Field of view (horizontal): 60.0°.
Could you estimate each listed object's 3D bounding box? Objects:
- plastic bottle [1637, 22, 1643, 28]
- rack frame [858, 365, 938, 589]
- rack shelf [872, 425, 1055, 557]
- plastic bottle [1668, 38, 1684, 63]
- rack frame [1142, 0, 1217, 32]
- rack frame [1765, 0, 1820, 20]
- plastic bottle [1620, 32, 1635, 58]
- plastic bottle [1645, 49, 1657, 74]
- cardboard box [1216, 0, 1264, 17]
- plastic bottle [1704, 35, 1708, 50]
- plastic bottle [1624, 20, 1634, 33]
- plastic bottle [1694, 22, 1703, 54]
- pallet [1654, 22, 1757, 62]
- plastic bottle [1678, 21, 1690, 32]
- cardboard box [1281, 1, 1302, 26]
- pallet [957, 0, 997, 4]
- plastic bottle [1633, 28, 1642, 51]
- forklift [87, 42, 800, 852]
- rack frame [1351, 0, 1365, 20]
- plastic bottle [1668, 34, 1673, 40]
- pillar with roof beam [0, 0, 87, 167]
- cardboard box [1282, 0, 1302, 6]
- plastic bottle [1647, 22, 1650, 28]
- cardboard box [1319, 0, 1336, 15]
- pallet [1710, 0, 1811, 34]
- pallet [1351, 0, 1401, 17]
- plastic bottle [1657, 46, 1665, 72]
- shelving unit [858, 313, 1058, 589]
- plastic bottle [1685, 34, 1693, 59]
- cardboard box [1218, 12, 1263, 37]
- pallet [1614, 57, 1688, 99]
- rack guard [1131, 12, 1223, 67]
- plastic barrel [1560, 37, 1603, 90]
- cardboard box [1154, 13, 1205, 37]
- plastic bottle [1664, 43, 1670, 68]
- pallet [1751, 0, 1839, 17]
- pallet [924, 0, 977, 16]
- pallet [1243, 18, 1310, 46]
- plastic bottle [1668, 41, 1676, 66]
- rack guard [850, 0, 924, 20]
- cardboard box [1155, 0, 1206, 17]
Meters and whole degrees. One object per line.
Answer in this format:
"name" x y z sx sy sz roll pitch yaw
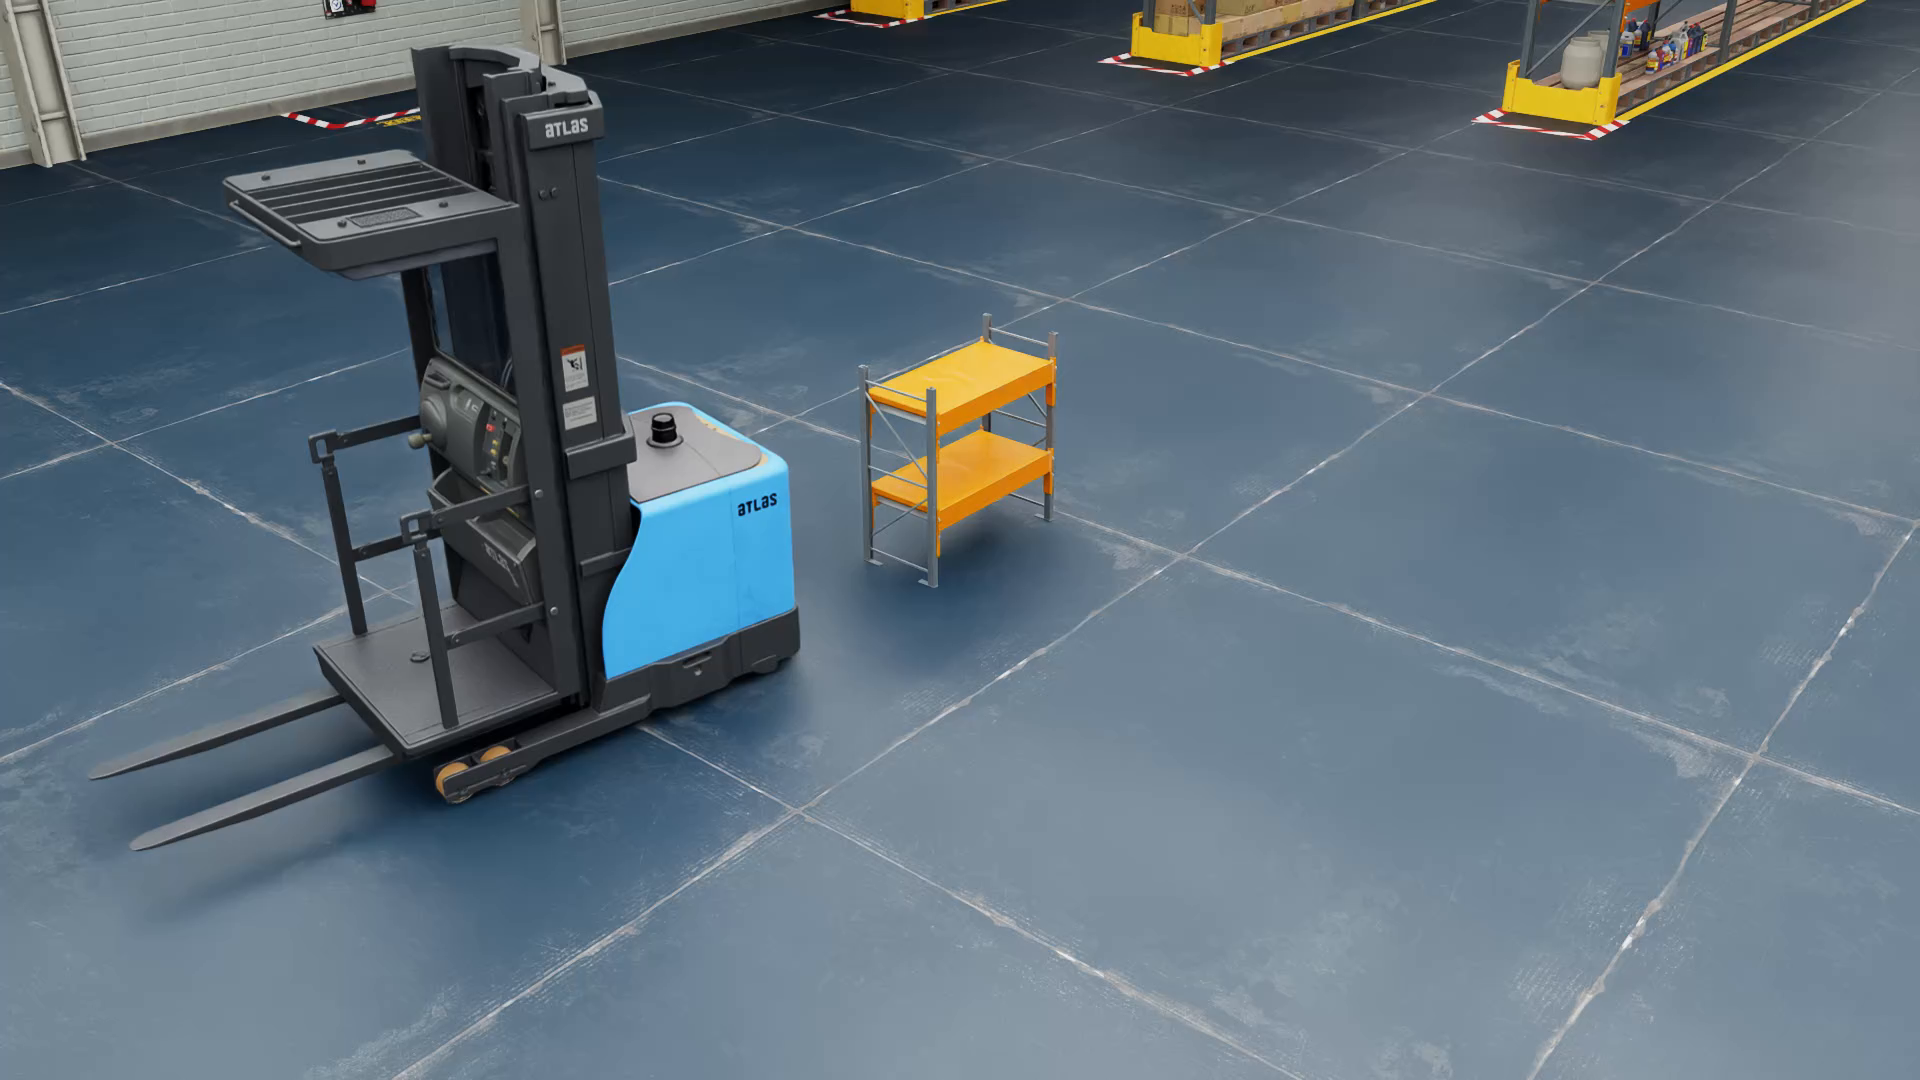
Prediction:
"plastic bottle" 8.368 -6.256 20.565 0.152 0.276 0.135 22 35 36
"rack frame" -0.319 -0.322 8.648 0.500 1.125 0.032 21 34 34
"rack shelf" 0.004 -0.285 9.109 0.538 0.278 1.000 21 34 34
"plastic bottle" 8.472 -5.812 19.707 0.152 0.276 0.135 21 34 35
"rack frame" 2.729 -7.409 20.307 1.000 3.000 0.127 21 34 34
"rack frame" 11.637 -8.797 22.989 1.000 3.000 0.127 21 34 34
"plastic bottle" 7.999 -5.947 19.967 0.152 0.276 0.135 21 34 34
"plastic bottle" 7.942 -5.495 19.099 0.097 0.271 0.097 0 27 0
"cardboard box" 3.558 -7.010 21.256 0.500 0.500 0.500 21 34 34
"plastic bottle" 9.103 -6.111 20.365 0.097 0.201 0.097 0 27 0
"plastic bottle" 8.139 -6.165 20.307 0.144 0.351 0.185 19 33 32
"plastic bottle" 8.906 -6.085 20.151 0.144 0.351 0.185 20 33 33
"pallet" 9.563 -6.430 21.449 1.003 0.211 1.213 21 34 34
"plastic bottle" 8.795 -6.127 20.233 0.144 0.351 0.185 21 34 34
"cardboard box" 4.197 -7.031 22.112 0.500 0.250 0.500 21 34 34
"pallet" 0.273 -8.352 25.166 1.003 0.211 1.213 21 34 34
"plastic bottle" 8.260 -6.110 20.287 0.097 0.271 0.097 0 27 0
"forklift" -2.239 -0.457 6.943 3.031 2.935 1.130 -21 34 -34
"rack frame" 5.273 -8.827 23.049 1.000 3.000 0.127 21 34 34
"plastic bottle" 8.483 -5.893 19.854 0.061 0.283 0.133 21 34 34
"pillar with roof beam" -5.629 -6.508 12.037 9.100 9.000 0.400 21 34 34
"cardboard box" 4.198 -7.364 21.939 0.500 0.500 0.500 21 34 34
"plastic bottle" 8.450 -6.229 20.503 0.061 0.283 0.133 21 34 34
"cardboard box" 4.821 -7.390 22.806 0.500 0.250 0.500 21 34 34
"pallet" 11.115 -7.295 23.121 1.003 0.211 1.213 21 34 34
"pallet" 5.712 -7.861 24.217 1.003 0.211 1.213 21 34 34
"plastic bottle" 8.101 -5.576 19.241 0.061 0.283 0.133 21 34 35
"shelving unit" 0.004 -0.502 8.996 0.538 1.125 1.048 21 34 34
"plastic bottle" 8.712 -5.917 19.900 0.061 0.283 0.133 23 35 38
"cardboard box" 3.557 -6.678 21.429 0.500 0.250 0.500 21 34 34
"pallet" 7.858 -5.479 19.612 1.003 0.211 1.213 21 34 34
"rack guard" 2.714 -6.290 20.865 1.175 0.500 0.348 21 34 34
"plastic barrel" 6.908 -5.297 18.476 0.421 0.512 0.421 0 27 0
"cardboard box" 2.842 -6.651 21.377 0.500 0.250 0.500 21 34 34
"plastic bottle" 8.224 -5.652 19.402 0.097 0.271 0.097 0 27 0
"pallet" 12.107 -7.850 24.194 1.003 0.211 1.213 21 34 34
"pallet" -0.504 -7.922 24.333 1.003 0.211 1.213 21 34 34
"pallet" 3.959 -6.885 22.328 1.003 0.211 1.213 21 34 34
"plastic bottle" 8.353 -5.724 19.541 0.097 0.271 0.097 0 27 0
"rack guard" -1.048 -7.772 23.730 1.175 0.500 0.348 21 34 34
"cardboard box" 2.840 -6.985 21.206 0.500 0.500 0.500 21 34 34
